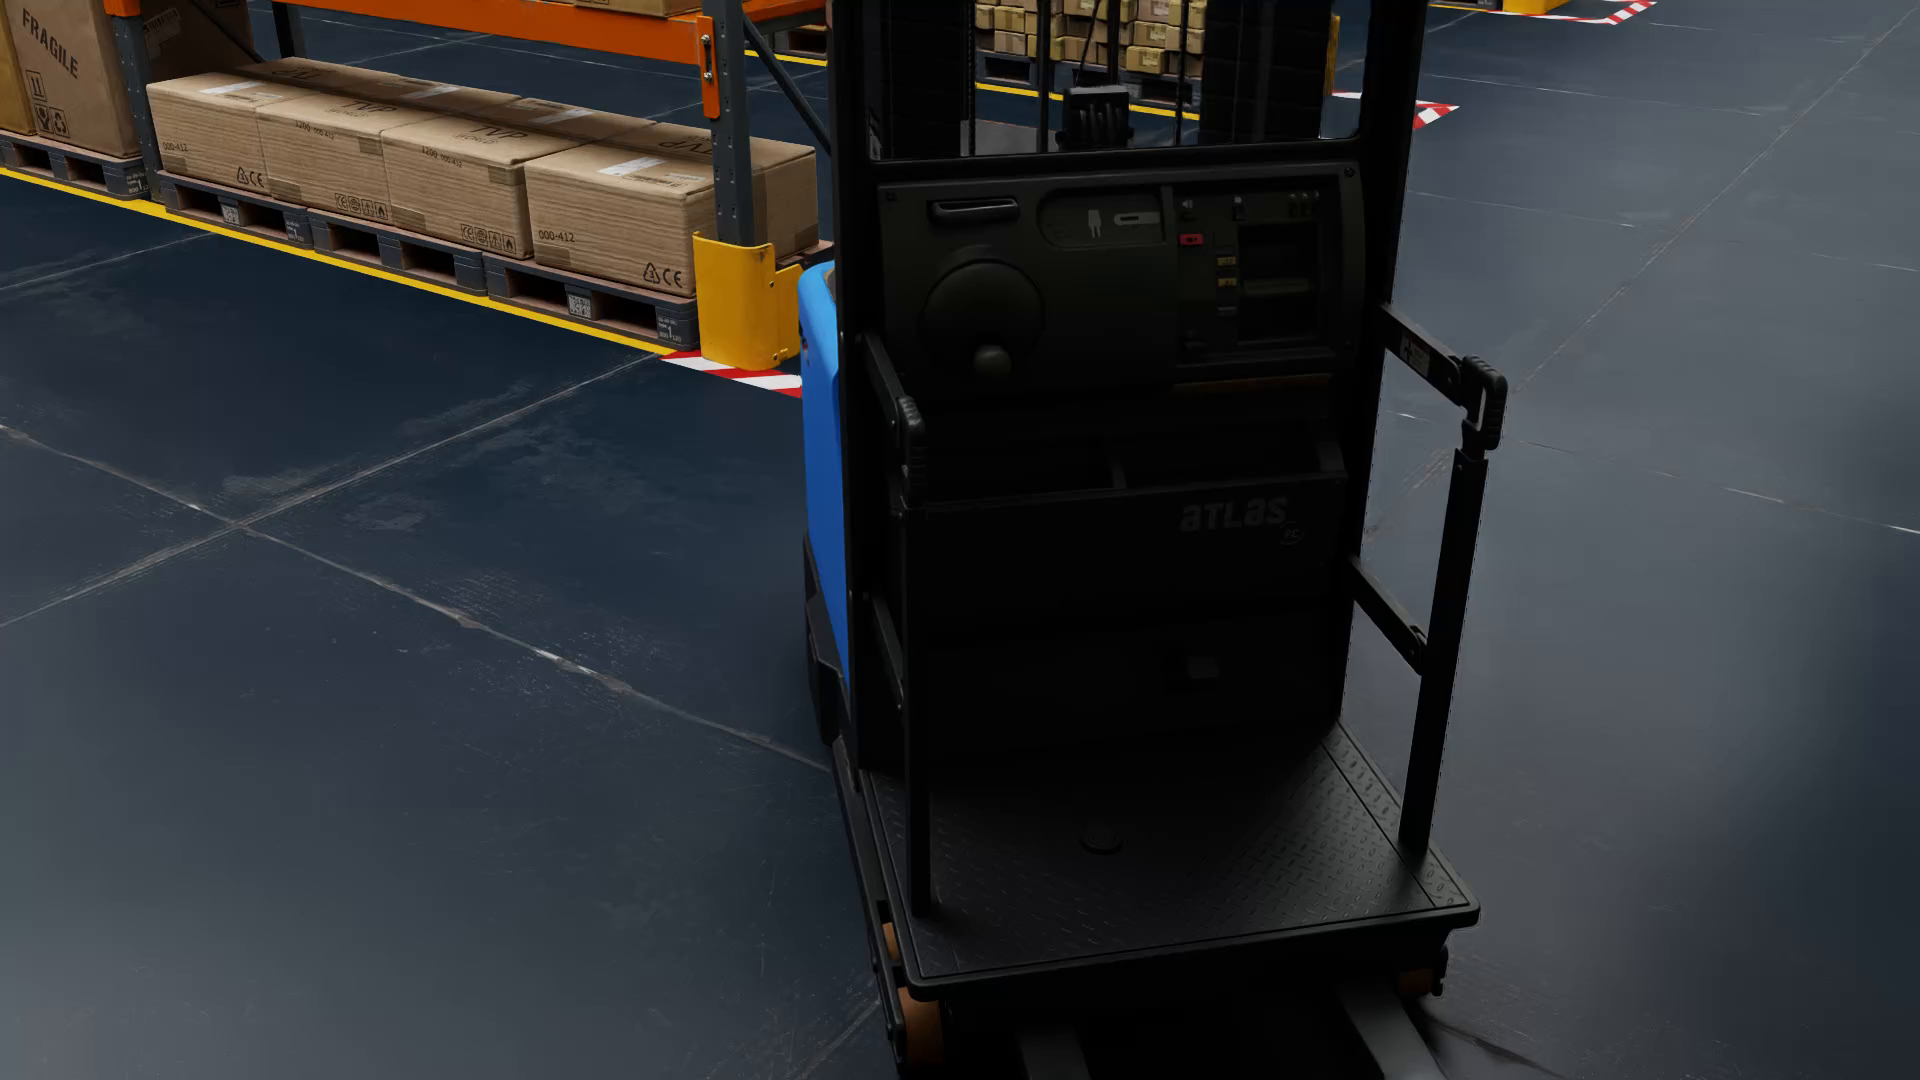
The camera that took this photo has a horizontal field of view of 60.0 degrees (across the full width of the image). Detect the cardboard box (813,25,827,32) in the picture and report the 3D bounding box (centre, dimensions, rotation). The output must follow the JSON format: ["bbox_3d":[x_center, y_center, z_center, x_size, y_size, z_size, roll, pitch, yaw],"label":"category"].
[{"bbox_3d":[-0.858,-3.796,12.082,0.250,0.149,0.380,18,32,32],"label":"cardboard box"}]

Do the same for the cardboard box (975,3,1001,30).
[{"bbox_3d":[0.198,-3.606,11.381,0.250,0.149,0.380,18,32,31],"label":"cardboard box"}]

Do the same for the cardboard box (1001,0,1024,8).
[{"bbox_3d":[0.477,-3.710,11.256,0.250,0.149,0.380,16,31,29],"label":"cardboard box"}]

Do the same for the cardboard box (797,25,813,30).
[{"bbox_3d":[-1.077,-3.864,12.216,0.250,0.149,0.380,16,31,28],"label":"cardboard box"}]

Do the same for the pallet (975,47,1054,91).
[{"bbox_3d":[0.388,-3.446,11.789,1.213,0.211,1.003,17,32,30],"label":"pallet"}]

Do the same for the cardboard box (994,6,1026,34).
[{"bbox_3d":[0.441,-3.546,11.263,0.250,0.149,0.380,19,33,33],"label":"cardboard box"}]

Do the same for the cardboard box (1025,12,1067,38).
[{"bbox_3d":[0.642,-3.473,11.120,0.250,0.149,0.380,18,32,31],"label":"cardboard box"}]

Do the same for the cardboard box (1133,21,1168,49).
[{"bbox_3d":[1.320,-3.299,10.778,0.250,0.149,0.380,16,31,29],"label":"cardboard box"}]

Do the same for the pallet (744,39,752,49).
[{"bbox_3d":[-1.838,-4.118,13.109,1.213,0.211,1.003,17,32,30],"label":"pallet"}]

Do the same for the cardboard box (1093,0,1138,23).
[{"bbox_3d":[1.062,-3.462,10.770,0.250,0.149,0.380,17,31,29],"label":"cardboard box"}]

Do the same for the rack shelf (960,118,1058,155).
[{"bbox_3d":[0.116,-0.922,4.776,0.480,0.518,0.431,17,32,30],"label":"rack shelf"}]

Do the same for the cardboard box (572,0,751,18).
[{"bbox_3d":[-1.165,-2.327,6.405,0.500,0.500,0.500,18,32,31],"label":"cardboard box"}]

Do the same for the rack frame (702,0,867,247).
[{"bbox_3d":[-0.617,-2.258,6.379,0.127,3.000,1.000,17,32,30],"label":"rack frame"}]

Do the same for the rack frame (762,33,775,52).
[{"bbox_3d":[-1.195,-5.161,12.085,0.127,3.000,1.000,17,32,30],"label":"rack frame"}]

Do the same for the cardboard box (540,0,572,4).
[{"bbox_3d":[-1.570,-2.462,6.670,0.500,0.500,0.500,17,31,29],"label":"cardboard box"}]

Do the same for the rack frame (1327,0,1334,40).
[{"bbox_3d":[2.102,-4.134,10.066,0.127,3.000,1.000,17,32,30],"label":"rack frame"}]

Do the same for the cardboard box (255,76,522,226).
[{"bbox_3d":[-2.719,-1.899,8.036,0.875,0.438,0.875,16,31,29],"label":"cardboard box"}]

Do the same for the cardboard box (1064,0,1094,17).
[{"bbox_3d":[0.885,-3.552,10.947,0.250,0.149,0.380,16,31,28],"label":"cardboard box"}]

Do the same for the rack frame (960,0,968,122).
[{"bbox_3d":[-0.086,-0.996,4.892,0.015,2.100,0.400,17,32,30],"label":"rack frame"}]

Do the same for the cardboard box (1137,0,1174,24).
[{"bbox_3d":[1.348,-3.443,10.733,0.250,0.149,0.380,18,32,31],"label":"cardboard box"}]

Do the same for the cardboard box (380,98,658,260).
[{"bbox_3d":[-1.977,-1.667,7.580,0.875,0.438,0.875,18,32,32],"label":"cardboard box"}]

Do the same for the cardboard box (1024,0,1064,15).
[{"bbox_3d":[0.632,-3.600,11.042,0.250,0.149,0.380,19,32,32],"label":"cardboard box"}]

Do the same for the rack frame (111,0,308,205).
[{"bbox_3d":[-3.914,-3.285,8.397,0.127,3.000,1.000,17,32,30],"label":"rack frame"}]

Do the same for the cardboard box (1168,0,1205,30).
[{"bbox_3d":[1.522,-3.357,10.564,0.250,0.149,0.380,18,32,31],"label":"cardboard box"}]

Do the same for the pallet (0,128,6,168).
[{"bbox_3d":[-5.603,-2.525,9.979,1.213,0.211,1.003,17,32,30],"label":"pallet"}]

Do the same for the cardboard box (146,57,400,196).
[{"bbox_3d":[-3.458,-2.129,8.488,0.875,0.438,0.875,17,31,30],"label":"cardboard box"}]

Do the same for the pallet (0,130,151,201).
[{"bbox_3d":[-4.593,-2.212,9.364,1.213,0.211,1.003,17,32,30],"label":"pallet"}]

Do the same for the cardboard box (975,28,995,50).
[{"bbox_3d":[0.275,-3.507,11.515,0.250,0.149,0.380,18,32,32],"label":"cardboard box"}]

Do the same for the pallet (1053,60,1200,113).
[{"bbox_3d":[1.390,-3.133,11.173,1.213,0.211,1.003,17,32,30],"label":"pallet"}]

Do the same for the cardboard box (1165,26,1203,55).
[{"bbox_3d":[1.505,-3.212,10.607,0.250,0.149,0.380,16,31,29],"label":"cardboard box"}]

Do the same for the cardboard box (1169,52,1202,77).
[{"bbox_3d":[1.550,-3.108,10.730,0.250,0.149,0.380,18,32,31],"label":"cardboard box"}]

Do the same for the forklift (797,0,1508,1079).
[{"bbox_3d":[0.355,-0.461,2.924,1.130,2.935,3.031,-5,27,-10],"label":"forklift"}]

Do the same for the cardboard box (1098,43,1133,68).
[{"bbox_3d":[1.112,-3.236,10.982,0.250,0.149,0.380,17,32,30],"label":"cardboard box"}]

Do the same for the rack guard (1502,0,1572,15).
[{"bbox_3d":[5.013,-4.842,14.214,0.348,0.500,1.175,17,32,30],"label":"rack guard"}]

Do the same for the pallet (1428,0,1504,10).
[{"bbox_3d":[4.290,-4.896,14.638,1.213,0.211,1.003,17,32,30],"label":"pallet"}]

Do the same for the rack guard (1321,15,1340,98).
[{"bbox_3d":[2.039,-3.040,10.672,0.348,0.500,1.175,17,32,30],"label":"rack guard"}]

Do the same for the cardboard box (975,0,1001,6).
[{"bbox_3d":[0.245,-3.766,11.368,0.250,0.149,0.380,17,32,31],"label":"cardboard box"}]

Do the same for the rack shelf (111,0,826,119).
[{"bbox_3d":[-2.266,-2.451,7.551,4.000,0.370,1.077,17,32,30],"label":"rack shelf"}]

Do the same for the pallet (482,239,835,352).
[{"bbox_3d":[-1.321,-1.191,7.357,1.213,0.211,1.003,17,32,30],"label":"pallet"}]

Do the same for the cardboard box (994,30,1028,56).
[{"bbox_3d":[0.441,-3.415,11.332,0.250,0.149,0.380,18,32,31],"label":"cardboard box"}]

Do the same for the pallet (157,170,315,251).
[{"bbox_3d":[-3.332,-1.817,8.589,1.213,0.211,1.003,17,32,30],"label":"pallet"}]

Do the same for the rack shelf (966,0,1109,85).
[{"bbox_3d":[0.116,-1.546,4.459,0.480,0.518,0.431,17,32,30],"label":"rack shelf"}]

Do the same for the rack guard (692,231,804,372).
[{"bbox_3d":[-0.597,-1.137,6.934,0.348,0.500,1.175,17,32,30],"label":"rack guard"}]

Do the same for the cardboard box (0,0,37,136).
[{"bbox_3d":[-5.220,-2.883,9.488,0.875,0.875,0.875,18,32,32],"label":"cardboard box"}]

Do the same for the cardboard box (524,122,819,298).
[{"bbox_3d":[-1.218,-1.435,7.124,0.875,0.438,0.875,16,31,29],"label":"cardboard box"}]

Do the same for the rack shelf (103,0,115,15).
[{"bbox_3d":[-5.563,-3.478,9.570,4.000,0.370,1.077,17,32,30],"label":"rack shelf"}]

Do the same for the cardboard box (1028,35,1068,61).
[{"bbox_3d":[0.655,-3.337,11.180,0.250,0.149,0.380,16,31,28],"label":"cardboard box"}]

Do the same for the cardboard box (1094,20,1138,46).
[{"bbox_3d":[1.076,-3.345,10.868,0.250,0.149,0.380,16,31,28],"label":"cardboard box"}]

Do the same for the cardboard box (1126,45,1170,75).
[{"bbox_3d":[1.281,-3.136,10.786,0.250,0.149,0.380,18,32,32],"label":"cardboard box"}]

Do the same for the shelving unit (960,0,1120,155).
[{"bbox_3d":[0.116,-0.934,4.770,0.503,2.100,0.431,17,32,30],"label":"shelving unit"}]

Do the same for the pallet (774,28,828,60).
[{"bbox_3d":[-0.621,-3.759,12.404,1.213,0.211,1.003,17,32,30],"label":"pallet"}]

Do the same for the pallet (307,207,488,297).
[{"bbox_3d":[-2.322,-1.504,7.974,1.213,0.211,1.003,17,32,30],"label":"pallet"}]

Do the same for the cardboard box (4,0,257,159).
[{"bbox_3d":[-4.471,-2.654,9.038,0.875,0.875,0.875,18,32,32],"label":"cardboard box"}]

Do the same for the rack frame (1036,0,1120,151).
[{"bbox_3d":[0.318,-0.872,4.648,0.015,2.100,0.400,17,32,30],"label":"rack frame"}]

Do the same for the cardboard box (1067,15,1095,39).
[{"bbox_3d":[0.913,-3.452,11.079,0.250,0.149,0.380,17,31,30],"label":"cardboard box"}]

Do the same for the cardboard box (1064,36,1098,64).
[{"bbox_3d":[0.901,-3.295,11.097,0.250,0.149,0.380,18,32,31],"label":"cardboard box"}]
